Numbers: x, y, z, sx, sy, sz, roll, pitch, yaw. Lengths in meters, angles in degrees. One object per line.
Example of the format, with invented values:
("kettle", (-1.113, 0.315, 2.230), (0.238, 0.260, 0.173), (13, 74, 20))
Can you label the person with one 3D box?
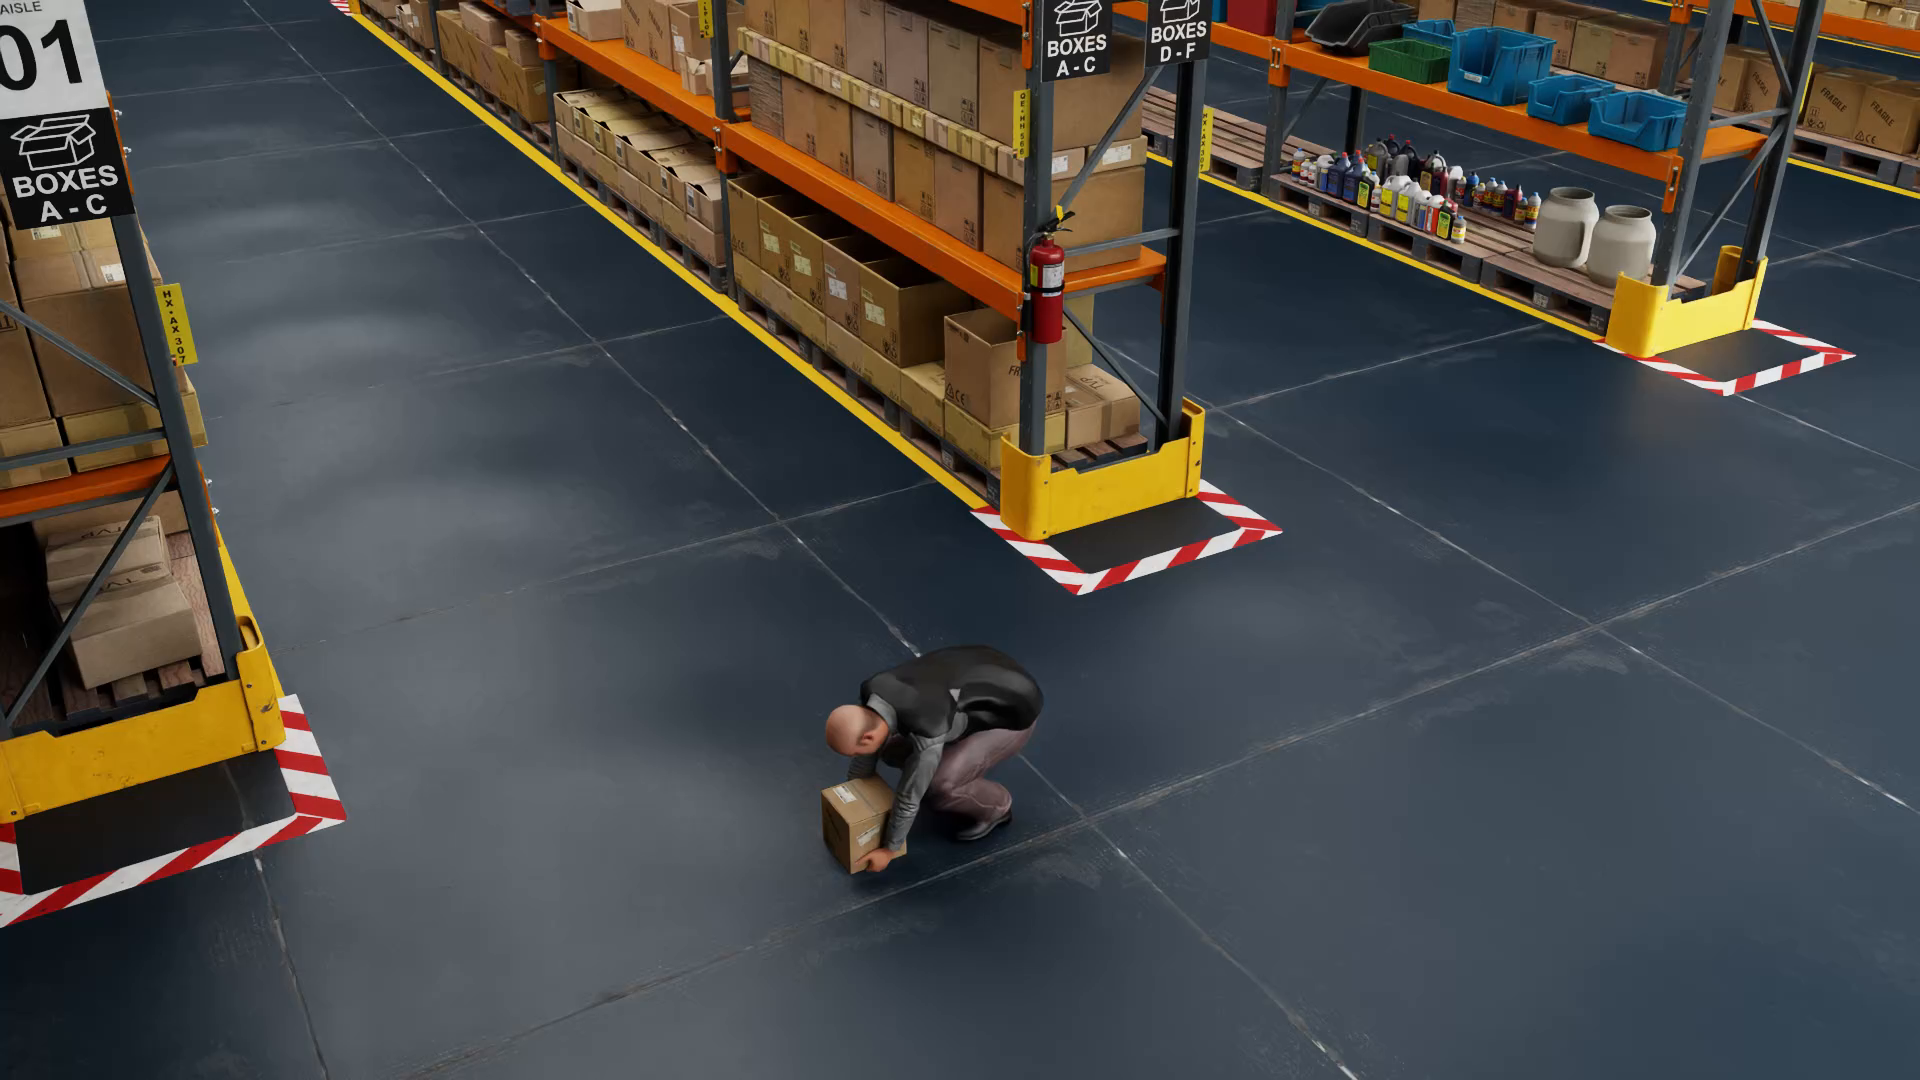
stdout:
("person", (-0.117, 0.834, 6.639), (0.939, 0.790, 0.505), (-17, 33, -27))
